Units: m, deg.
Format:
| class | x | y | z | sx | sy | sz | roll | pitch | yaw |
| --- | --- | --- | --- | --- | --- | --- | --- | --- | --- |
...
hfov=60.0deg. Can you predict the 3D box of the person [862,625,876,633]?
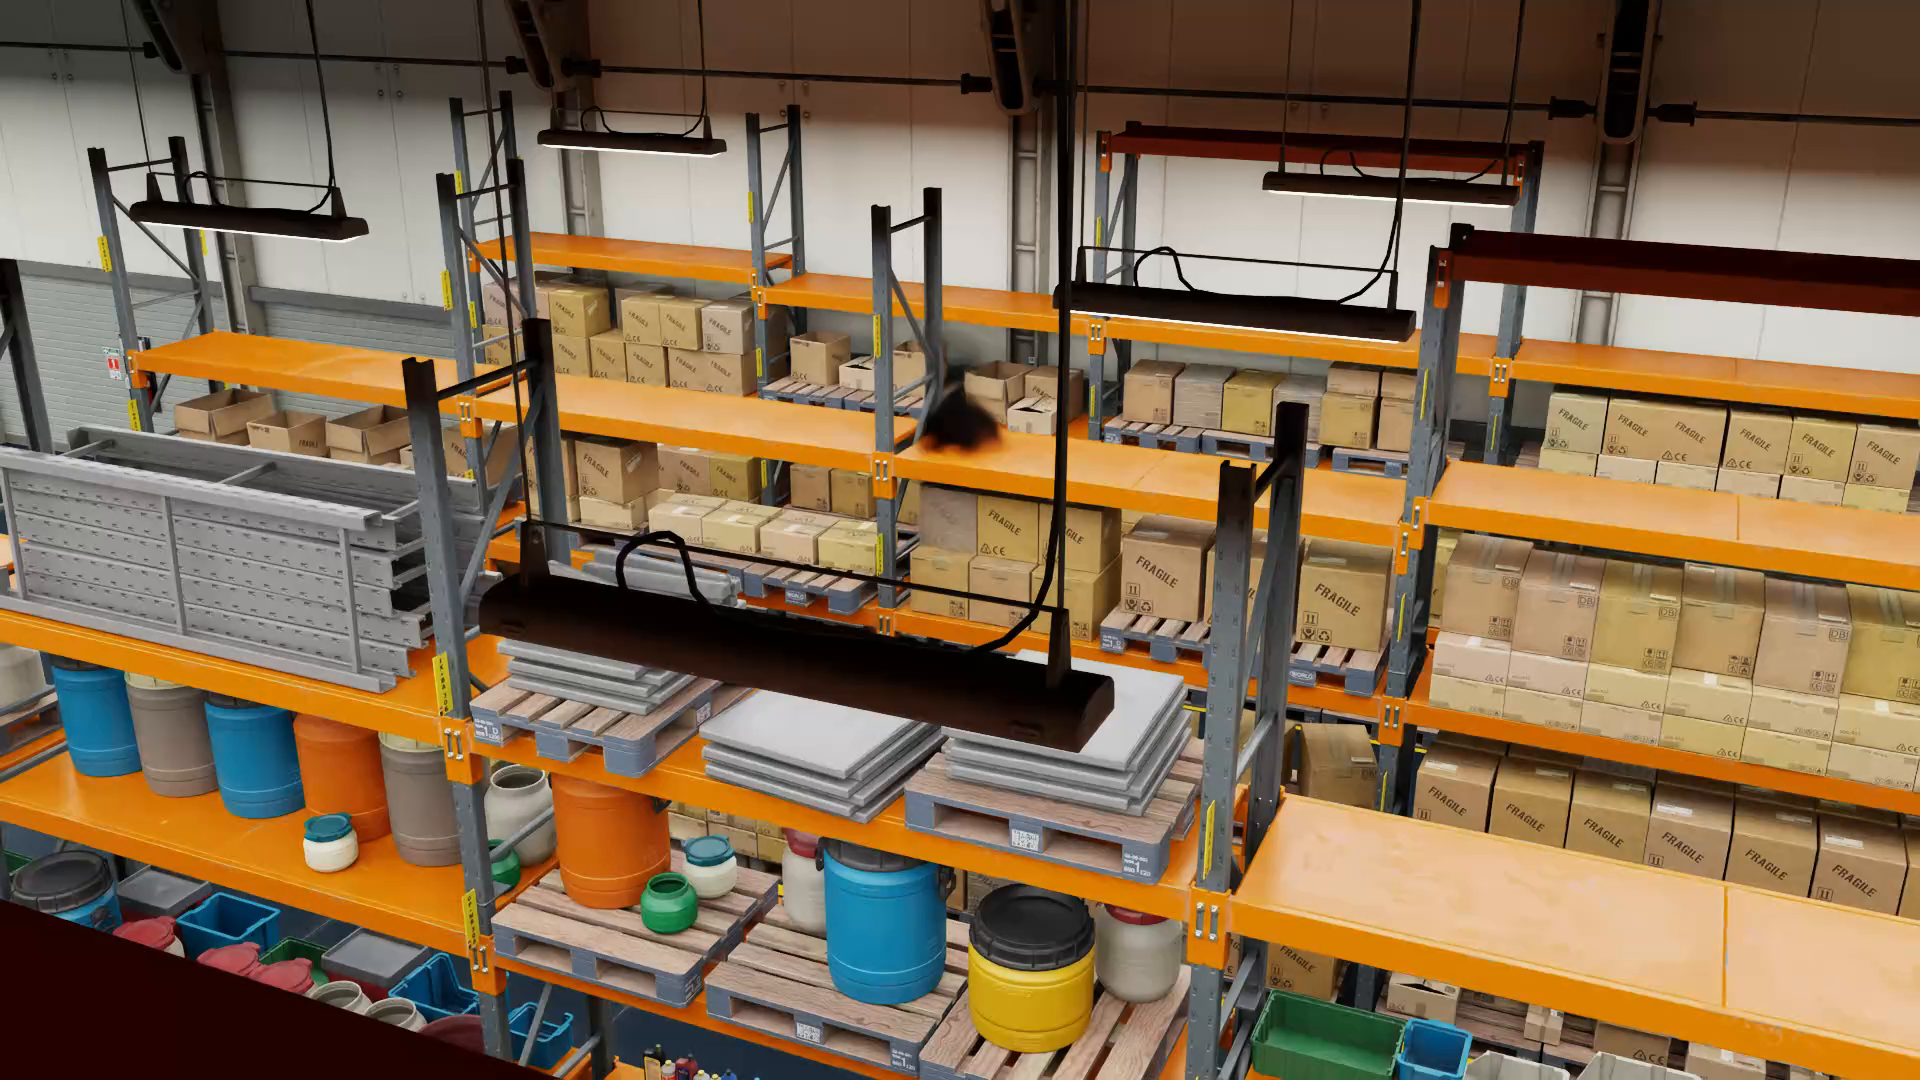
| class | x | y | z | sx | sy | sz | roll | pitch | yaw |
| --- | --- | --- | --- | --- | --- | --- | --- | --- | --- |
| person | -0.751 | 1.605 | 16.268 | 0.624 | 1.541 | 0.758 | -12 | 24 | -30 |
